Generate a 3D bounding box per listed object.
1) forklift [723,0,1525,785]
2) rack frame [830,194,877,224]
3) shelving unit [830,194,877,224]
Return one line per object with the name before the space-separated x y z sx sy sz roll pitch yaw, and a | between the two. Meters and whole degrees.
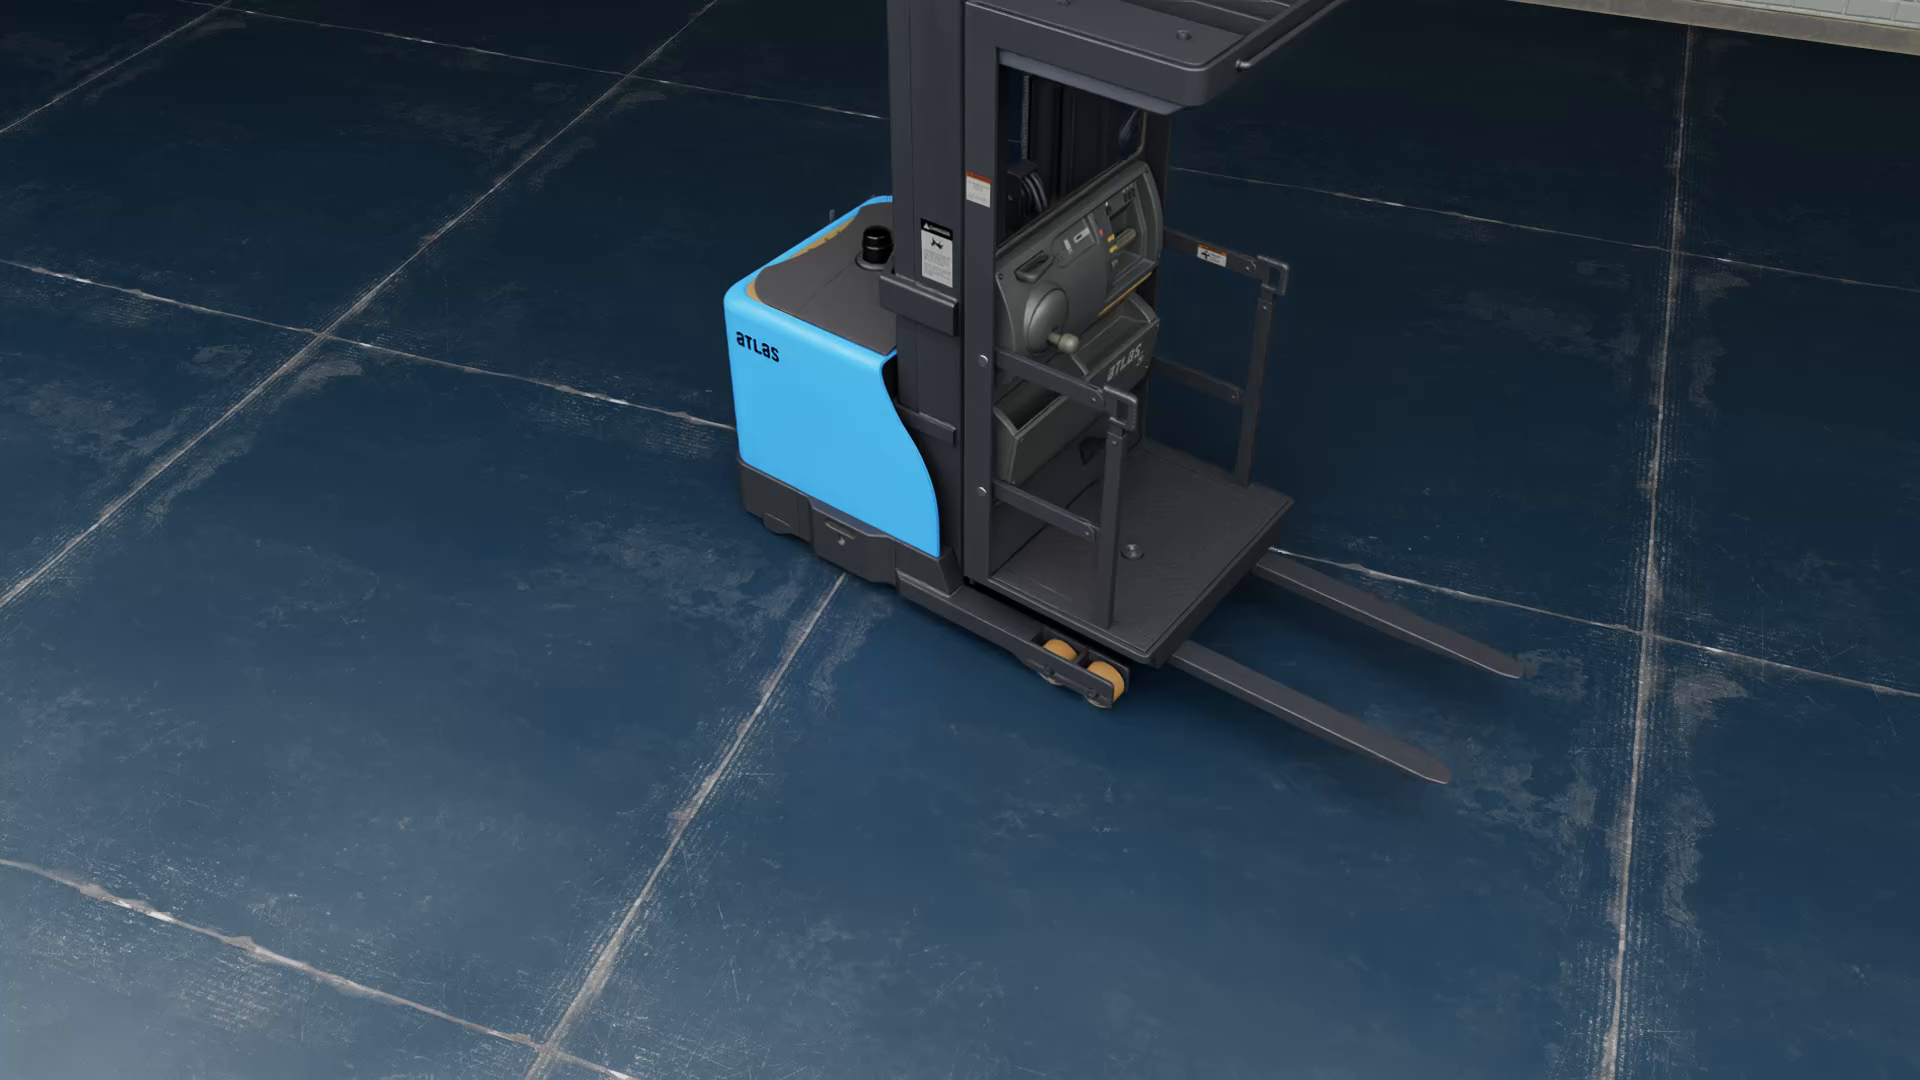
forklift | 0.584 -0.902 5.549 3.031 2.935 1.130 26 47 27
rack frame | -0.451 -1.085 7.329 0.240 0.900 0.006 -27 47 -28
shelving unit | -0.388 -1.034 7.268 0.258 0.900 0.210 -27 47 -28
